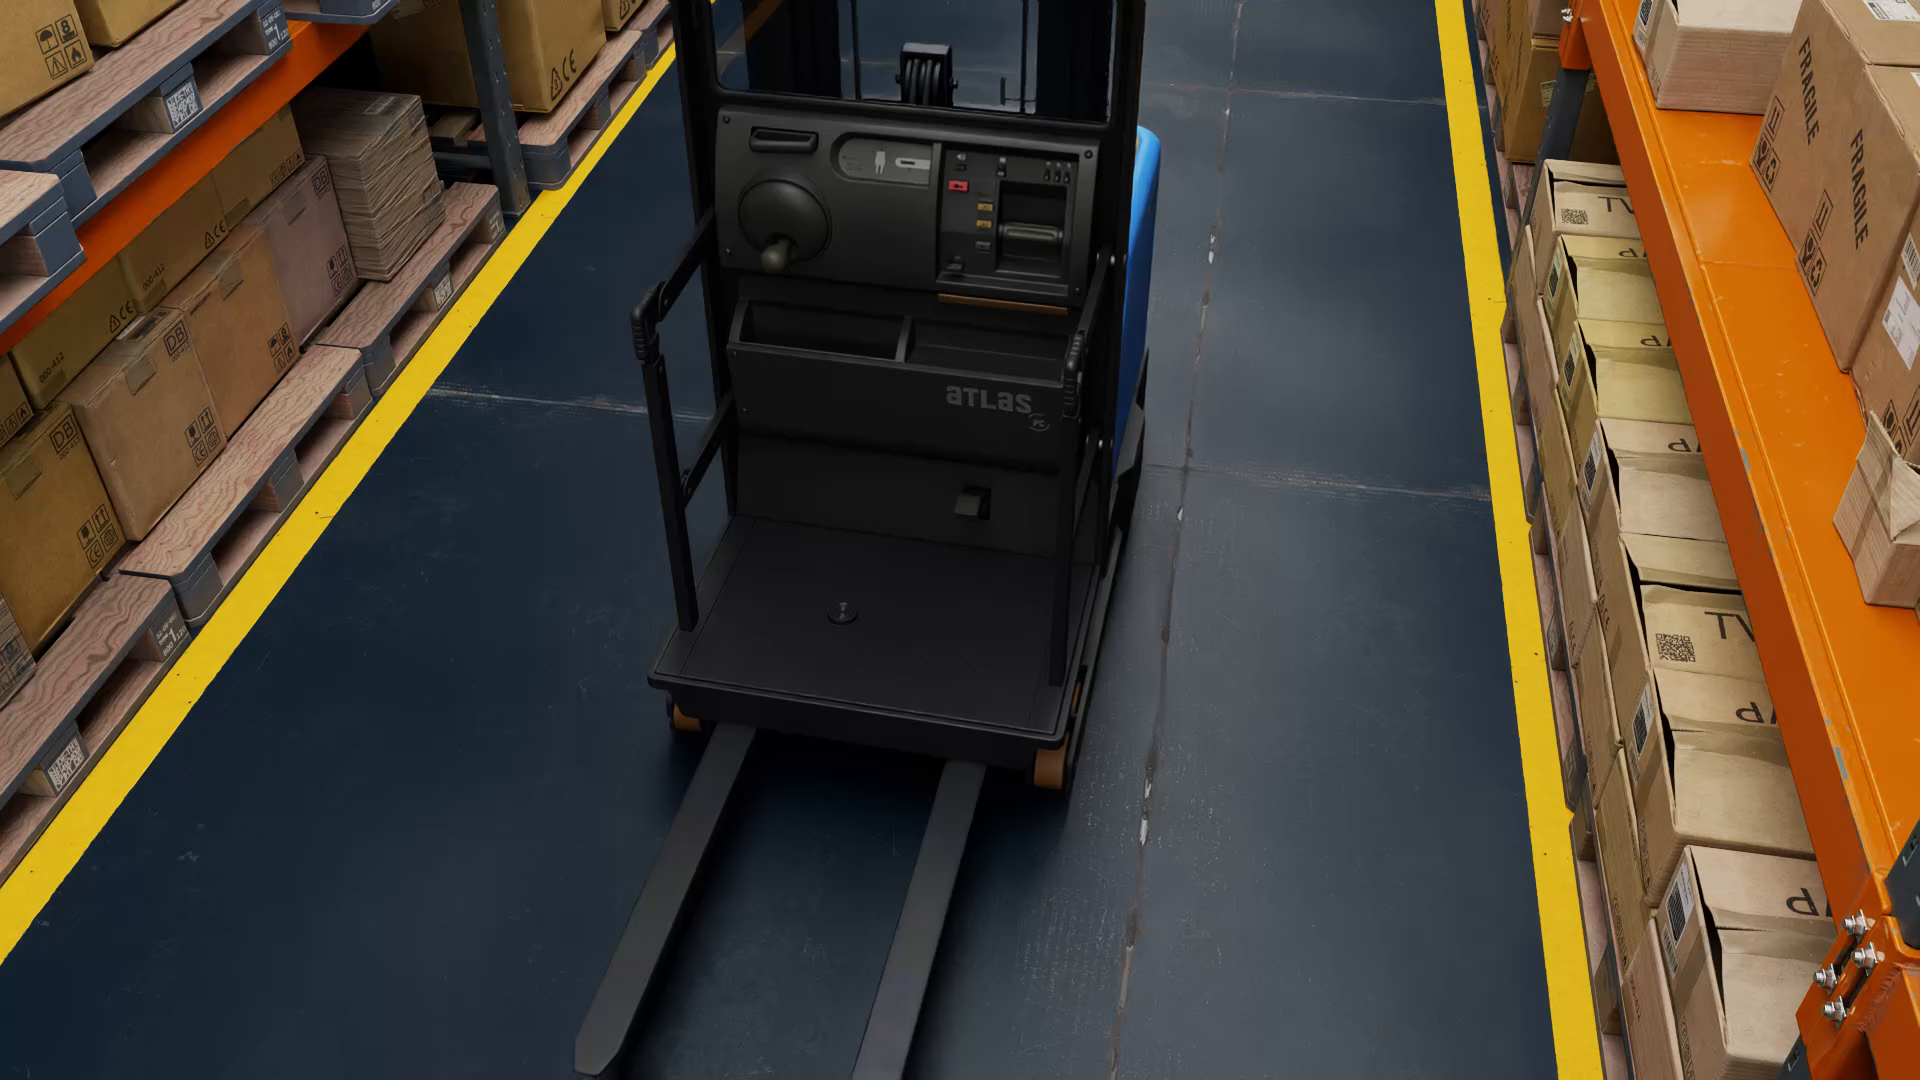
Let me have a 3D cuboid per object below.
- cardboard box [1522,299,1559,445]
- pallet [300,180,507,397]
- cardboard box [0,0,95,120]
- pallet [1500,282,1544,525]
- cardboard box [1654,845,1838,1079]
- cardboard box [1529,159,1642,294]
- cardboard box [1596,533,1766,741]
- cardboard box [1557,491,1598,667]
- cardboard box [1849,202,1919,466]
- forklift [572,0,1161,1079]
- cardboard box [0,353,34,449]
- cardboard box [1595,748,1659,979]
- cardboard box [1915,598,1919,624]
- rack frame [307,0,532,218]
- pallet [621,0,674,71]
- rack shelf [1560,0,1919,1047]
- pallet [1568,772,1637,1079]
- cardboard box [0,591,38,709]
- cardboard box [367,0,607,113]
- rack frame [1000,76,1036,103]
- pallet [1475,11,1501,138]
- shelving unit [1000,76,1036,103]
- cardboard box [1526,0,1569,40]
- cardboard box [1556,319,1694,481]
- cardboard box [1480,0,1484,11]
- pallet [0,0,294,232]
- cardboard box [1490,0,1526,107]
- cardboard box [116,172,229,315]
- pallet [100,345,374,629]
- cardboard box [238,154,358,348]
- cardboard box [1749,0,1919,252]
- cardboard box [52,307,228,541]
[{"bbox_3d":[2.120,-0.523,5.357,0.500,0.250,0.500,5,40,6],"label":"cardboard box"},{"bbox_3d":[-2.430,-1.012,6.308,1.003,0.211,1.213,6,40,8],"label":"pallet"},{"bbox_3d":[-2.677,-1.357,4.113,0.700,0.500,0.500,12,41,14],"label":"cardboard box"},{"bbox_3d":[2.405,-0.446,5.623,1.003,0.211,1.213,6,40,8],"label":"pallet"},{"bbox_3d":[1.682,0.874,3.228,0.500,0.311,0.500,6,40,8],"label":"cardboard box"},{"bbox_3d":[2.206,-1.055,5.560,0.500,0.311,0.500,8,40,9],"label":"cardboard box"},{"bbox_3d":[1.854,0.233,4.002,0.500,0.311,0.500,6,40,8],"label":"cardboard box"},{"bbox_3d":[1.947,0.126,4.572,0.500,0.250,0.500,7,40,9],"label":"cardboard box"},{"bbox_3d":[2.134,-0.372,3.267,0.500,0.500,0.500,9,40,11],"label":"cardboard box"},{"bbox_3d":[-0.180,-0.727,3.829,1.130,2.935,3.031,8,40,9],"label":"forklift"},{"bbox_3d":[-2.802,-0.302,4.289,0.500,0.250,0.500,6,40,7],"label":"cardboard box"},{"bbox_3d":[1.770,0.766,3.798,0.500,0.250,0.500,6,40,7],"label":"cardboard box"},{"bbox_3d":[1.936,0.222,2.746,0.500,0.250,0.500,9,40,10],"label":"cardboard box"},{"bbox_3d":[-2.293,-2.577,6.012,1.000,3.000,0.127,6,40,8],"label":"rack frame"},{"bbox_3d":[-1.869,-2.752,8.413,1.003,0.211,1.213,6,40,8],"label":"pallet"},{"bbox_3d":[2.240,-0.500,4.066,1.077,0.370,4.000,6,40,8],"label":"rack shelf"},{"bbox_3d":[1.983,1.086,3.771,1.003,0.211,1.213,6,40,8],"label":"pallet"},{"bbox_3d":[-2.875,0.264,4.193,0.700,0.500,0.500,8,40,9],"label":"cardboard box"},{"bbox_3d":[-2.037,-2.357,7.104,0.750,0.750,0.750,6,40,7],"label":"cardboard box"},{"bbox_3d":[0.232,-1.097,5.753,0.200,1.050,0.008,8,40,9],"label":"rack frame"},{"bbox_3d":[2.966,-2.186,7.728,1.003,0.211,1.213,6,40,8],"label":"pallet"},{"bbox_3d":[0.206,-1.021,5.661,0.215,1.050,0.252,8,40,9],"label":"shelving unit"},{"bbox_3d":[2.522,-2.177,6.557,0.500,0.250,0.500,8,40,9],"label":"cardboard box"},{"bbox_3d":[2.033,-0.404,4.773,0.500,0.311,0.500,5,40,6],"label":"cardboard box"},{"bbox_3d":[2.779,-2.824,7.928,0.500,0.500,0.500,7,40,8],"label":"cardboard box"},{"bbox_3d":[-2.596,-1.256,4.565,1.003,0.211,1.213,6,40,8],"label":"pallet"},{"bbox_3d":[2.607,-2.177,7.145,0.500,0.500,0.500,5,40,6],"label":"cardboard box"},{"bbox_3d":[-2.611,-0.940,5.061,0.500,0.250,0.500,6,40,7],"label":"cardboard box"},{"bbox_3d":[-2.644,-0.248,5.385,1.003,0.211,1.213,6,40,8],"label":"pallet"},{"bbox_3d":[-2.570,-1.015,5.740,0.700,0.500,0.500,6,40,8],"label":"cardboard box"},{"bbox_3d":[2.312,-1.016,4.047,0.500,0.500,0.500,4,40,5],"label":"cardboard box"},{"bbox_3d":[-2.707,-0.382,4.974,0.700,0.500,0.500,7,40,8],"label":"cardboard box"}]
